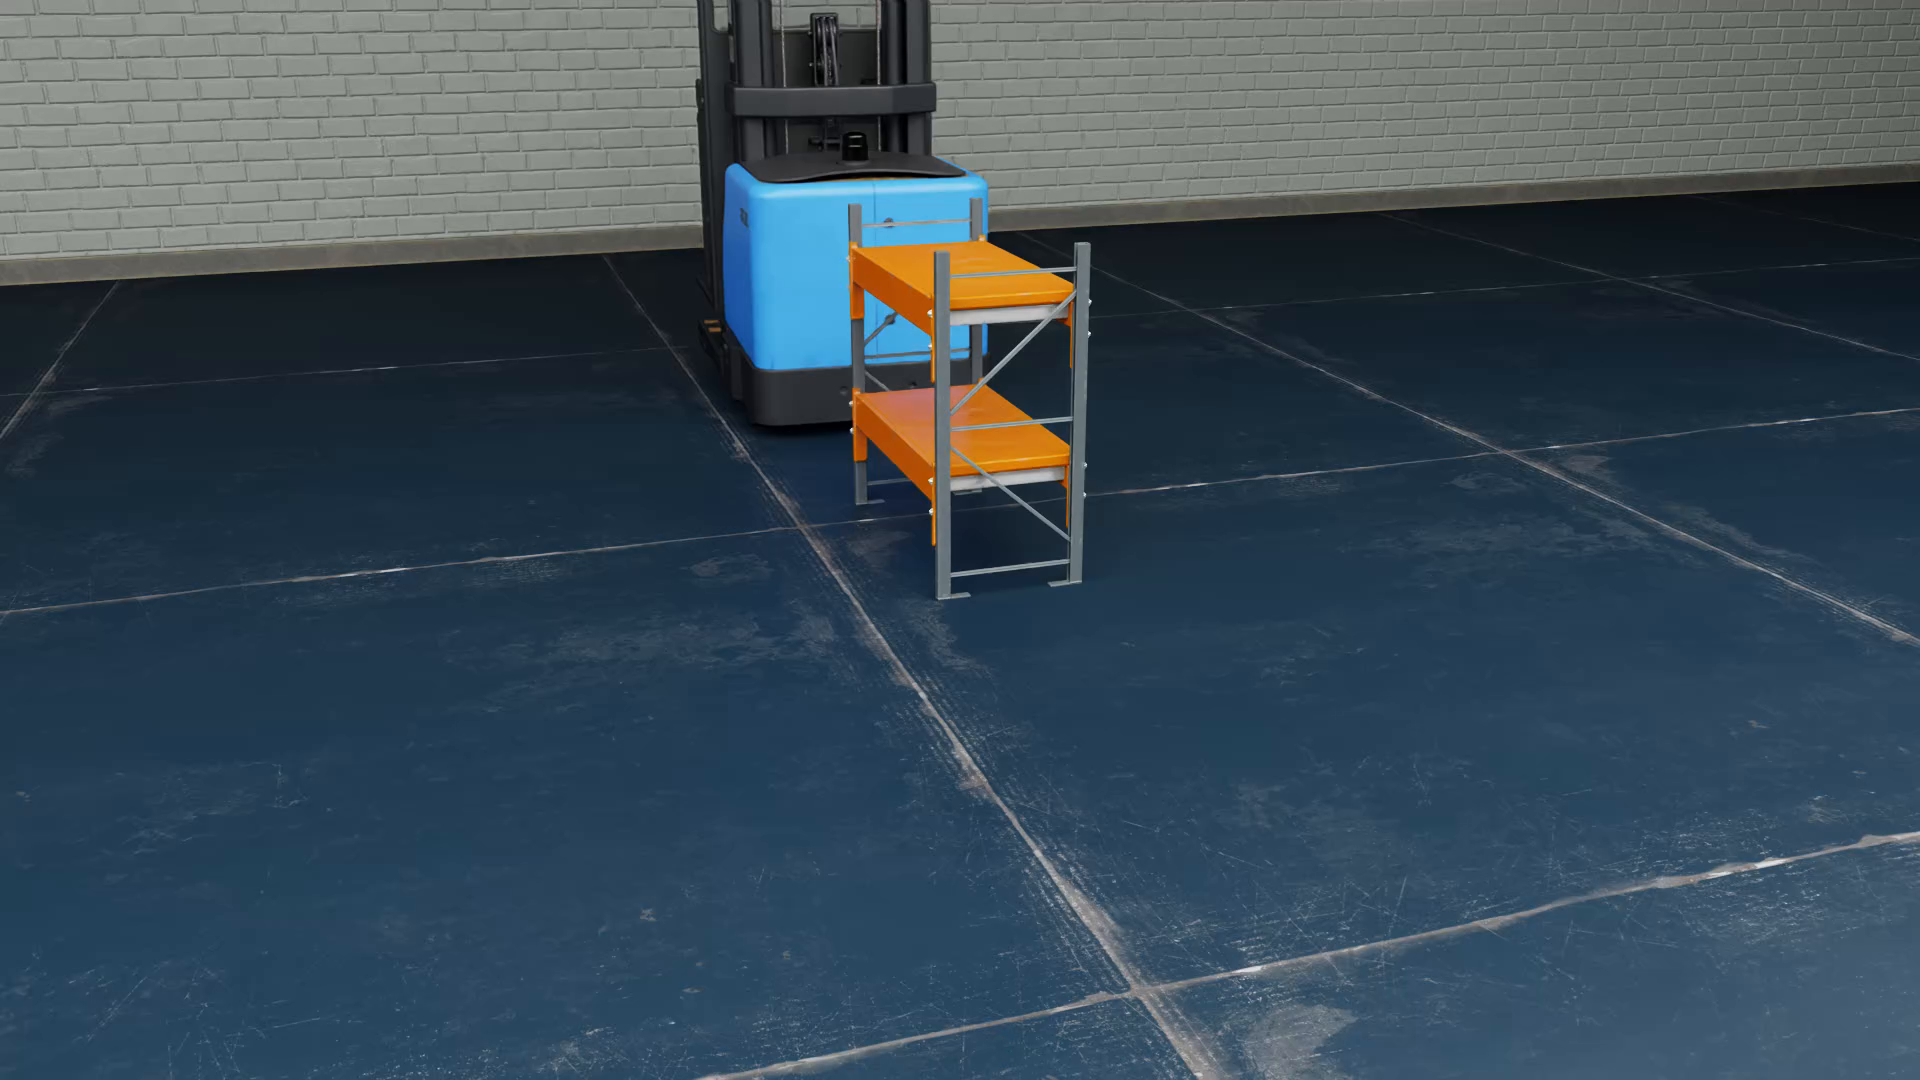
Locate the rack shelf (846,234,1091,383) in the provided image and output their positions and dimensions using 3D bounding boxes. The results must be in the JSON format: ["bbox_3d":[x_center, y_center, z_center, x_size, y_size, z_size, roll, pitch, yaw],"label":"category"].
[{"bbox_3d":[0.002,-0.803,5.621,0.538,0.278,1.000,-6,21,-17],"label":"rack shelf"}]

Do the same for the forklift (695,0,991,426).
[{"bbox_3d":[-0.740,-2.326,8.057,1.130,2.935,3.031,-5,20,-14],"label":"forklift"}]

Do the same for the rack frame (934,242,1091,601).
[{"bbox_3d":[0.162,-0.364,5.266,0.500,1.125,0.032,-6,21,-17],"label":"rack frame"}]

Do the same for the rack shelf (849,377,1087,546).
[{"bbox_3d":[0.002,-0.297,5.803,0.538,0.278,1.000,-6,21,-17],"label":"rack shelf"}]

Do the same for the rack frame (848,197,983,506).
[{"bbox_3d":[-0.158,-0.690,6.174,0.500,1.125,0.032,-6,21,-17],"label":"rack frame"}]

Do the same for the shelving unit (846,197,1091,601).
[{"bbox_3d":[0.002,-0.527,5.720,0.538,1.125,1.048,-6,21,-17],"label":"shelving unit"}]
